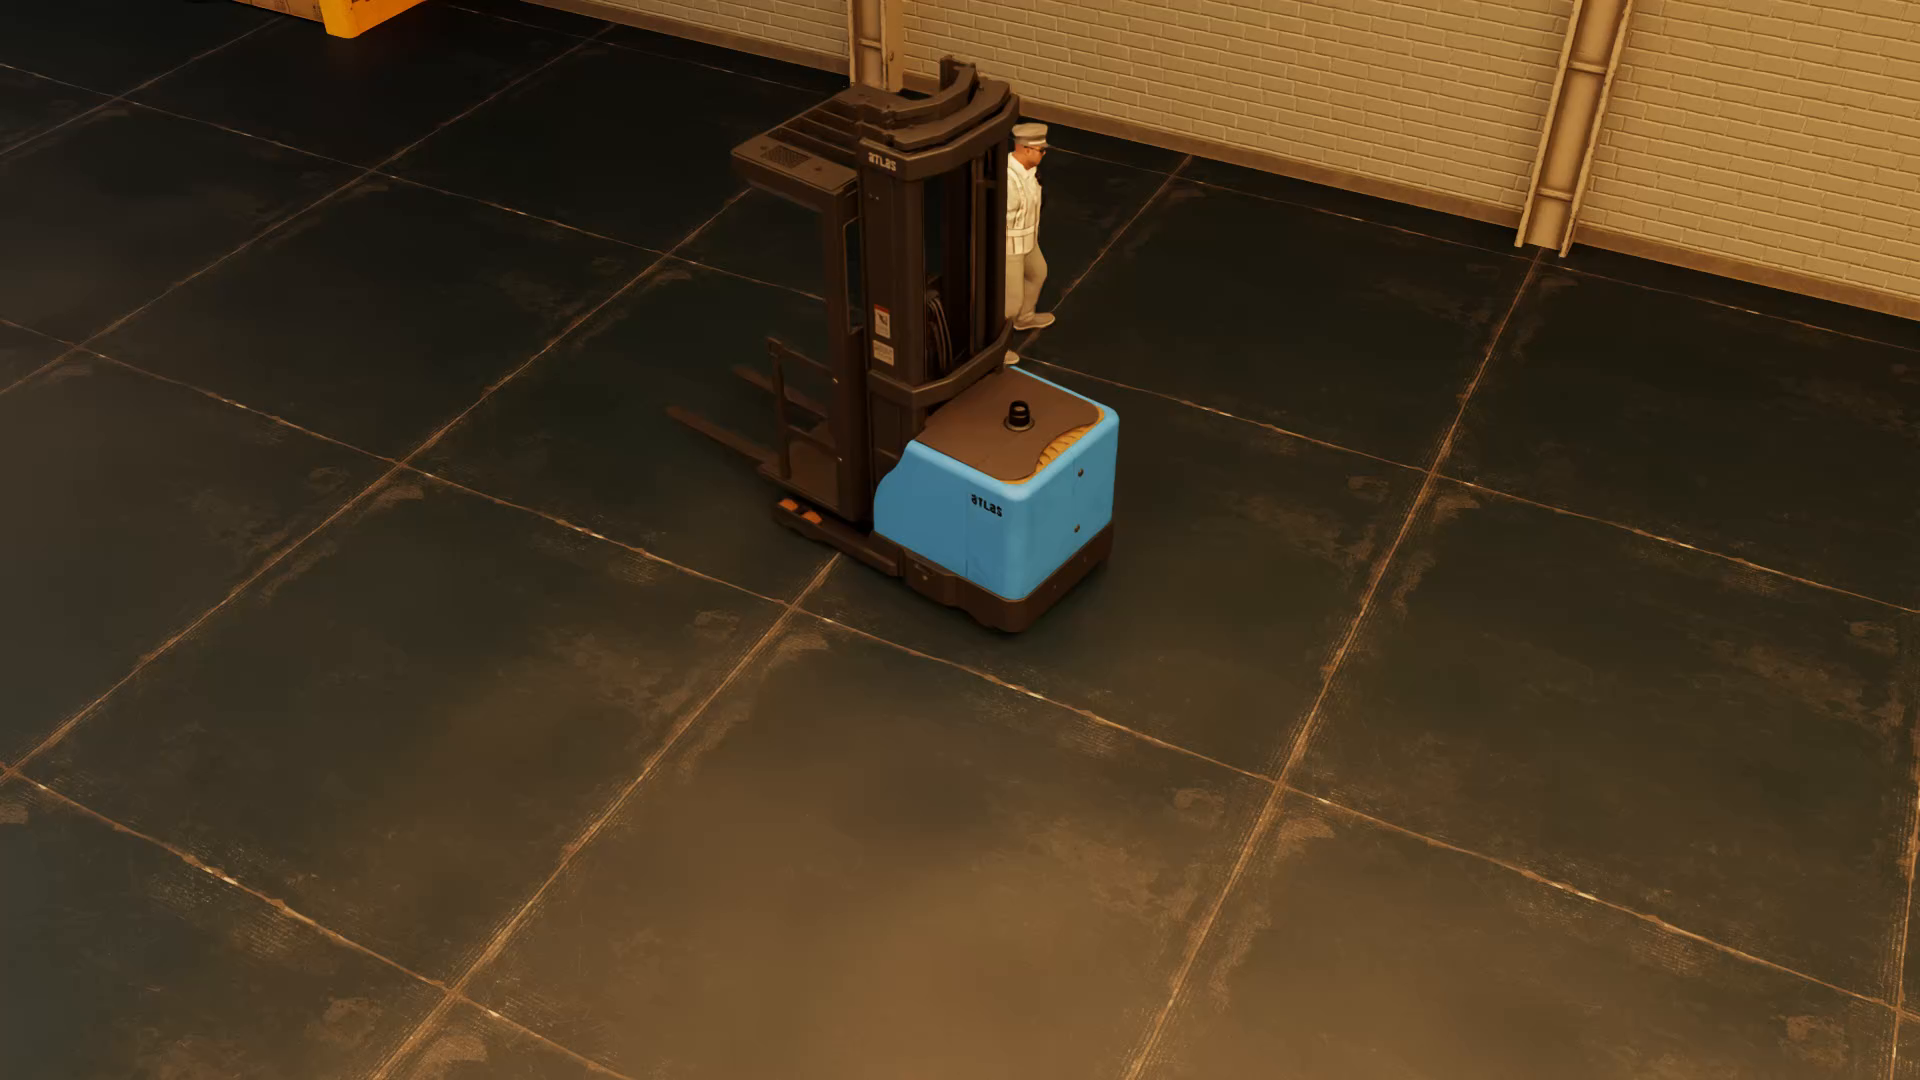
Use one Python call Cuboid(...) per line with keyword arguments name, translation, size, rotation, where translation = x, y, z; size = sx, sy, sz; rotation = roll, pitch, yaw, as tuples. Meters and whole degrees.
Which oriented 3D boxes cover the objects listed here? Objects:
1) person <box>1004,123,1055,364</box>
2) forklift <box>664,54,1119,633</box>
Cuboid(name="person", translation=(0.368, -2.043, 11.364), size=(0.426, 1.719, 0.871), rotation=(14, 42, 16))
Cuboid(name="forklift", translation=(-0.549, -1.375, 9.619), size=(3.031, 2.935, 1.130), rotation=(27, 47, 28))
